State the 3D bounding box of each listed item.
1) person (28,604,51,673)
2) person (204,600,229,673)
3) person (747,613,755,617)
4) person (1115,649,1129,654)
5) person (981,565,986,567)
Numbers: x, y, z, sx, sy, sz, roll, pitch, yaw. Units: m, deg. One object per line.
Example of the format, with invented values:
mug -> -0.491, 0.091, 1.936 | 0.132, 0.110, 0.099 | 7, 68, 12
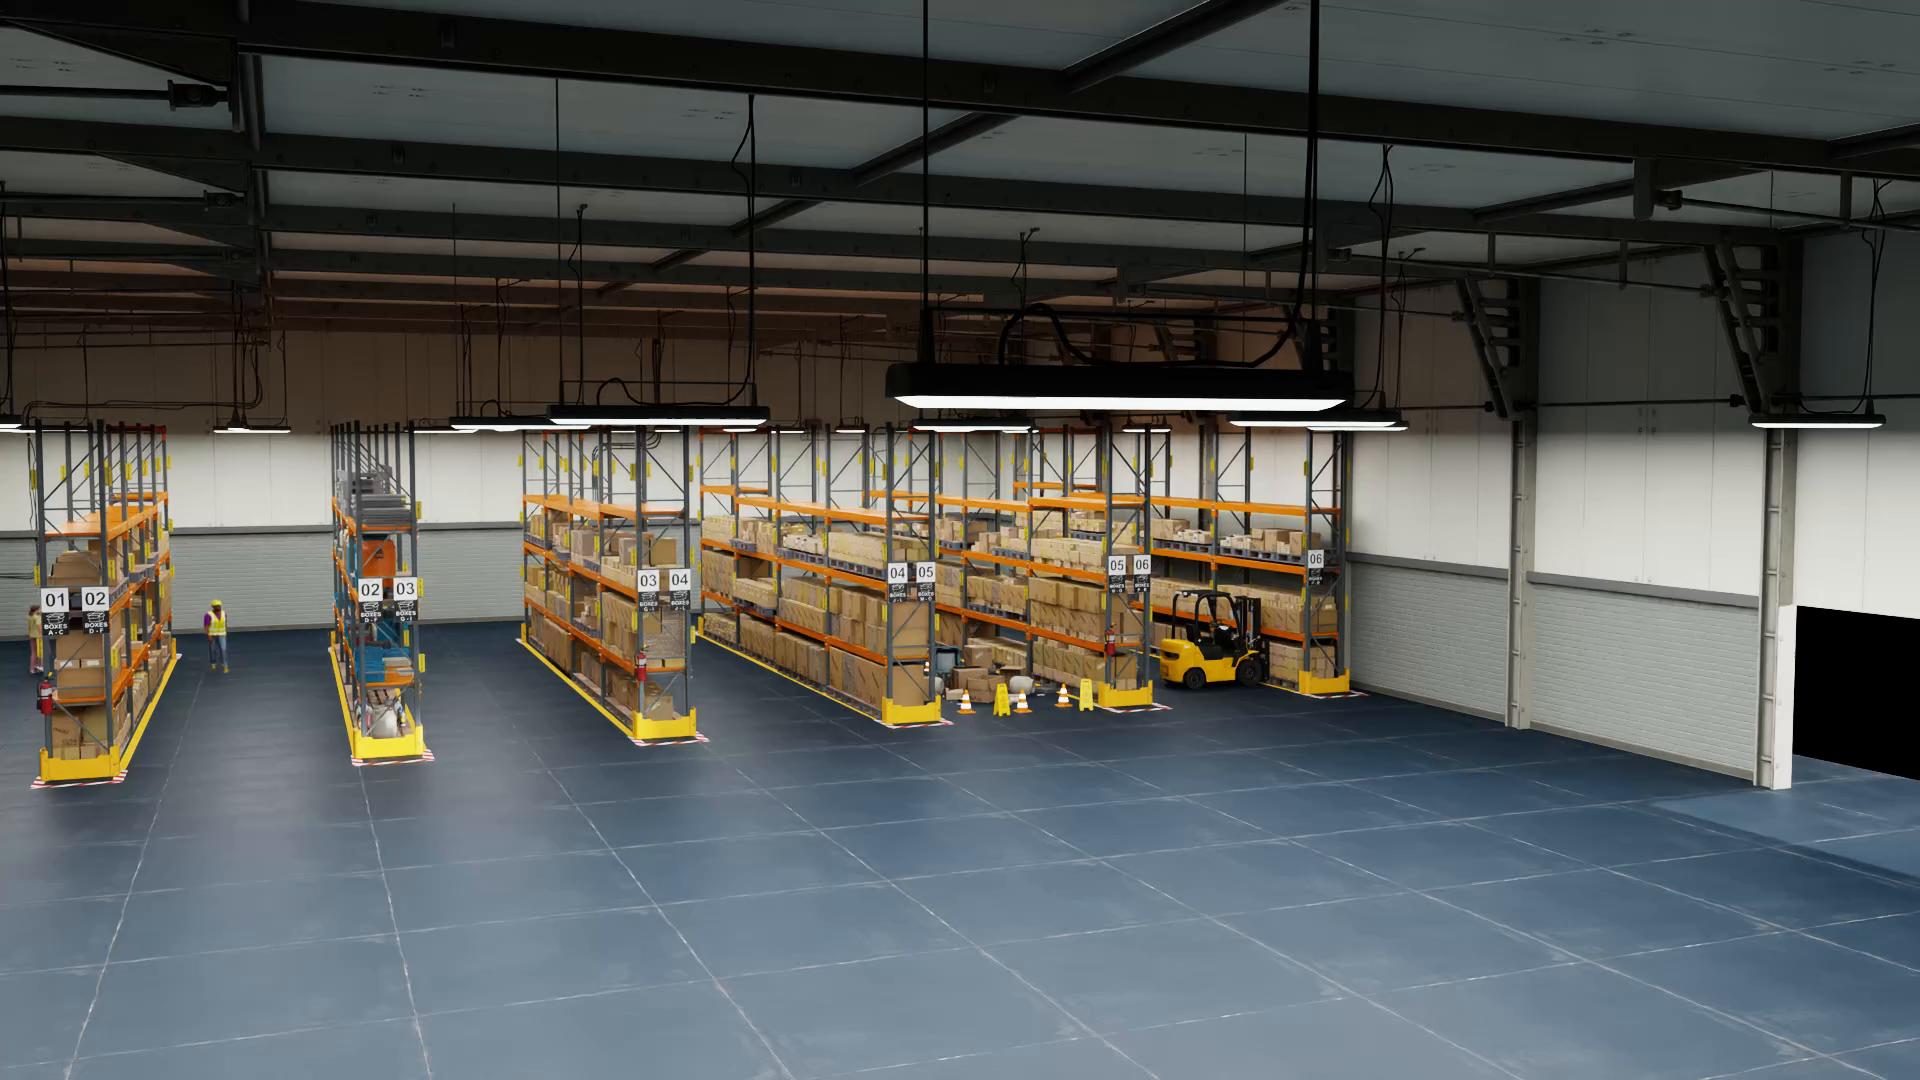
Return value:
person -> -22.240, 2.401, 40.061 | 0.475, 1.713, 0.465 | 1, 4, 11
person -> -18.025, 2.324, 40.285 | 0.531, 1.740, 0.934 | -2, 4, -32
person -> -6.288, 1.748, 50.125 | 0.707, 1.798, 0.505 | 3, 5, 40
person -> 3.915, 2.353, 39.864 | 0.567, 1.721, 0.474 | -2, 4, -30
person -> 0.818, 1.606, 52.640 | 1.007, 1.638, 0.451 | -1, 4, -19
